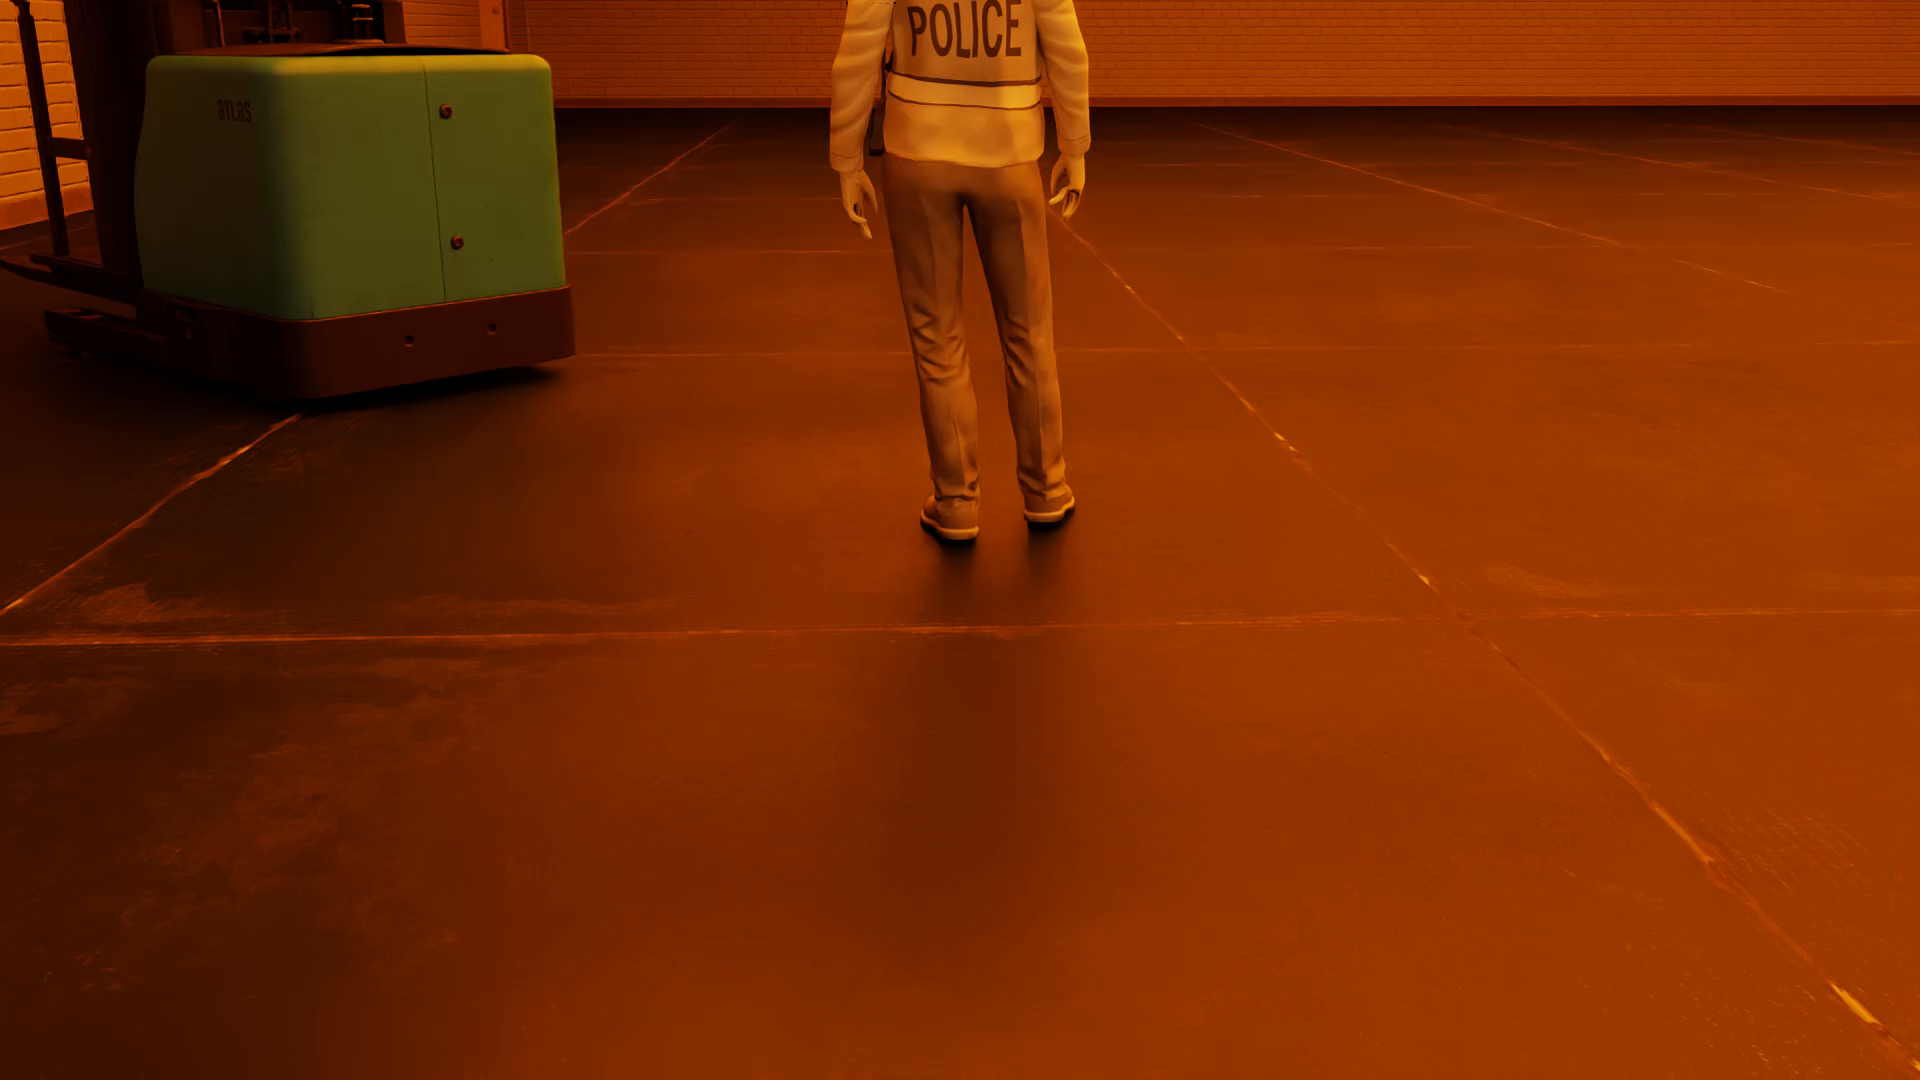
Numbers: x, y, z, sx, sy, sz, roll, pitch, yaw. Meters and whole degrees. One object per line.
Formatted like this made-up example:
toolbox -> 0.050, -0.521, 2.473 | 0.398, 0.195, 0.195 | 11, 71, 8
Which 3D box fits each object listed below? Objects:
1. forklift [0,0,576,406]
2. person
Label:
forklift -> -2.770, -2.161, 5.971 | 3.031, 2.935, 1.130 | 15, 22, 40
person -> 0.003, -0.837, 3.732 | 0.587, 1.696, 0.534 | -1, 17, -3
